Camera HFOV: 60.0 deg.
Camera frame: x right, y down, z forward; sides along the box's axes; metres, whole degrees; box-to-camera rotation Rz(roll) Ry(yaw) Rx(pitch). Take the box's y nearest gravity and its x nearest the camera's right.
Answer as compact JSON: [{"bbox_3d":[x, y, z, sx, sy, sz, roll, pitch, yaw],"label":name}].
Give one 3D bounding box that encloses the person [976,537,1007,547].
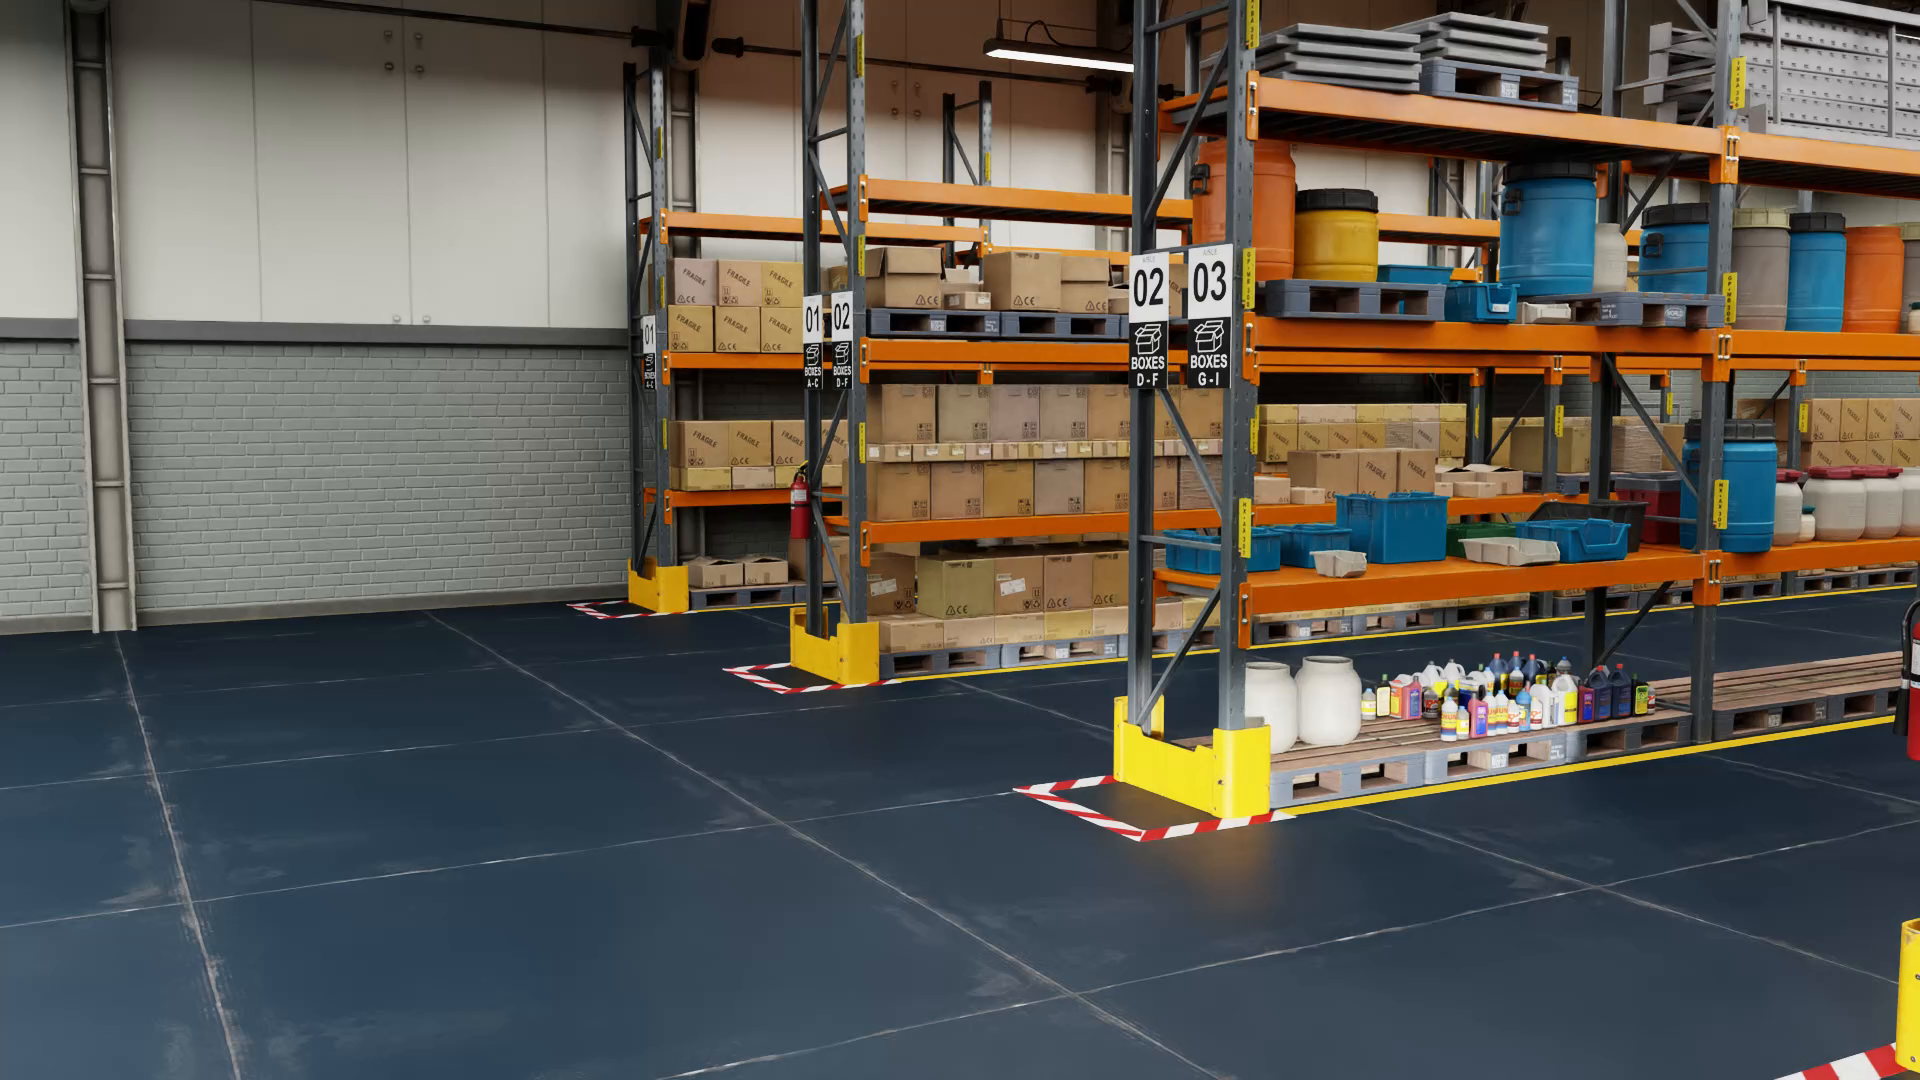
[{"bbox_3d":[0.325,-0.109,18.410,0.390,1.680,0.496,-2,6,-25],"label":"person"}]
